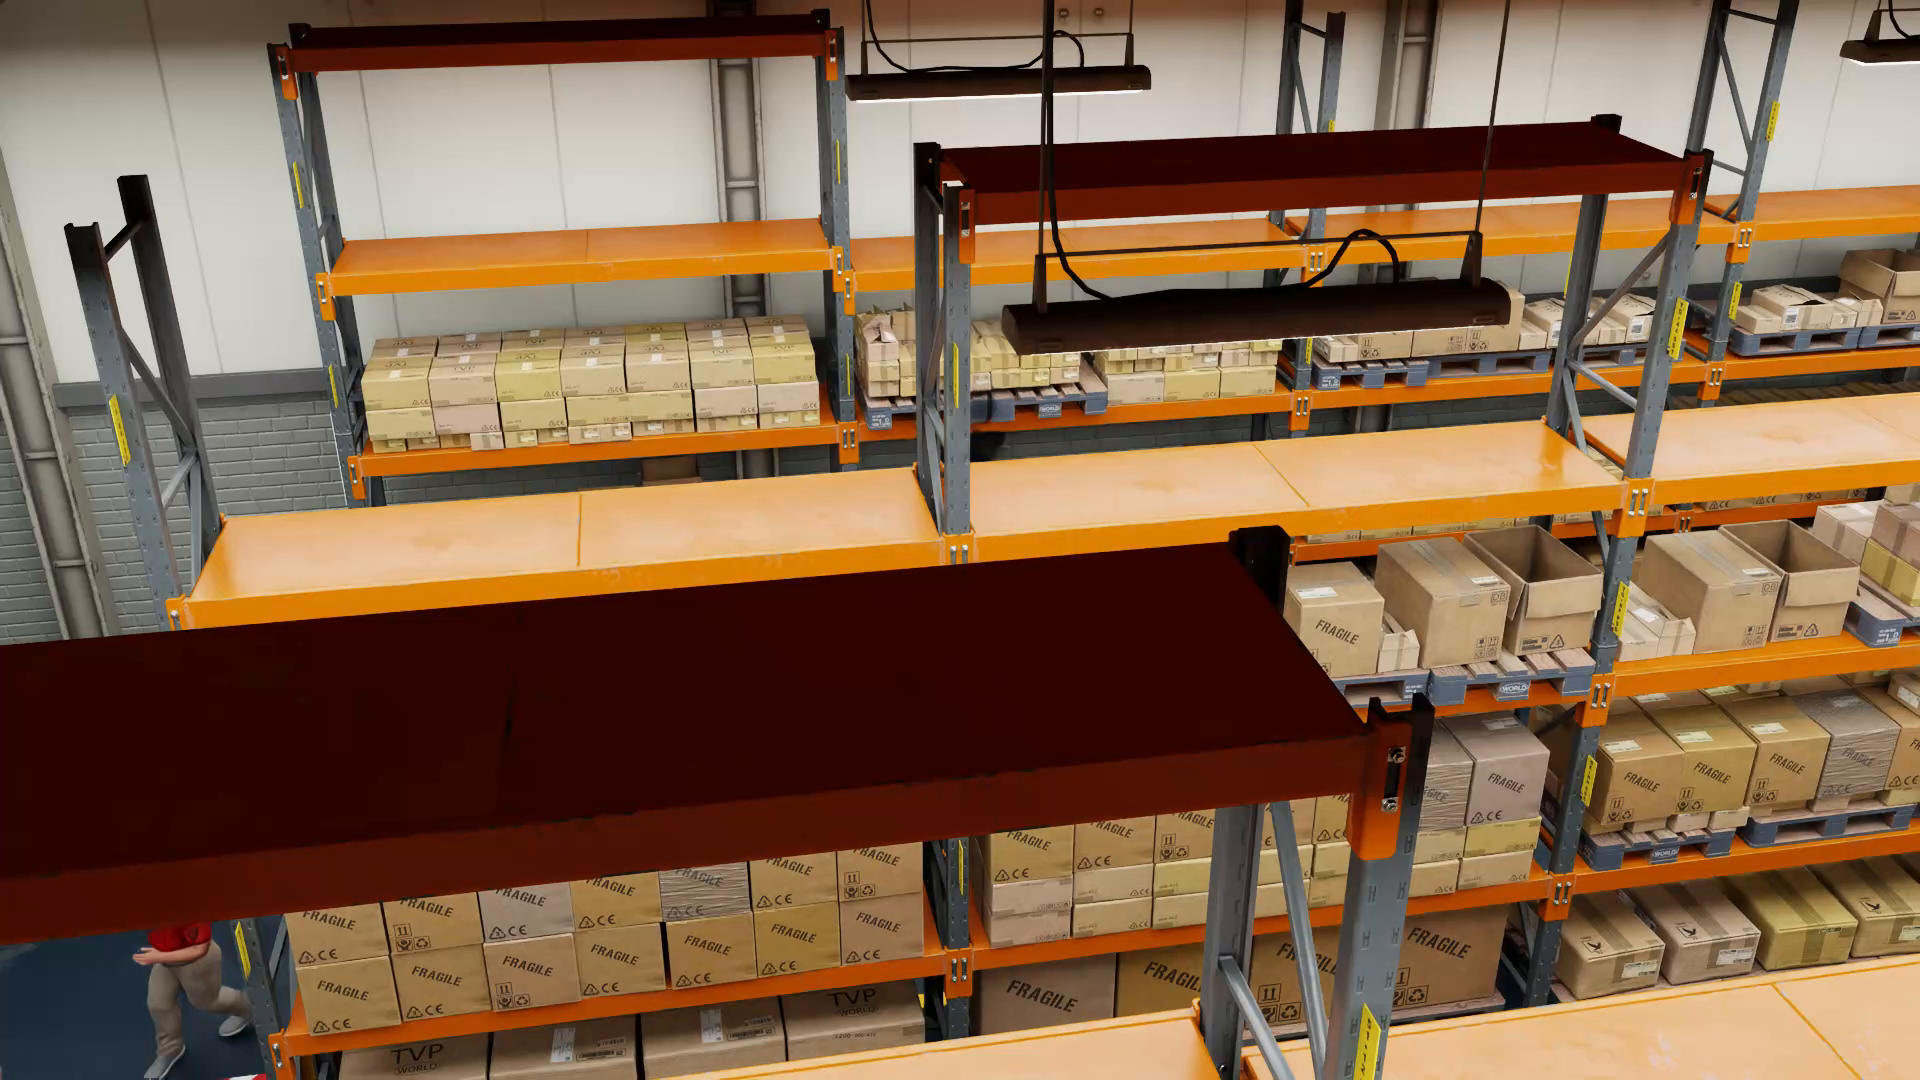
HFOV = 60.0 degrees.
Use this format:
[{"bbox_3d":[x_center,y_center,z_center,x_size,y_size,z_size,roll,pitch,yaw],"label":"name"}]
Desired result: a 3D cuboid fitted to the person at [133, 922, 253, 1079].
[{"bbox_3d":[-4.935,2.723,10.727,0.660,1.752,0.826,19,31,33],"label":"person"}]
